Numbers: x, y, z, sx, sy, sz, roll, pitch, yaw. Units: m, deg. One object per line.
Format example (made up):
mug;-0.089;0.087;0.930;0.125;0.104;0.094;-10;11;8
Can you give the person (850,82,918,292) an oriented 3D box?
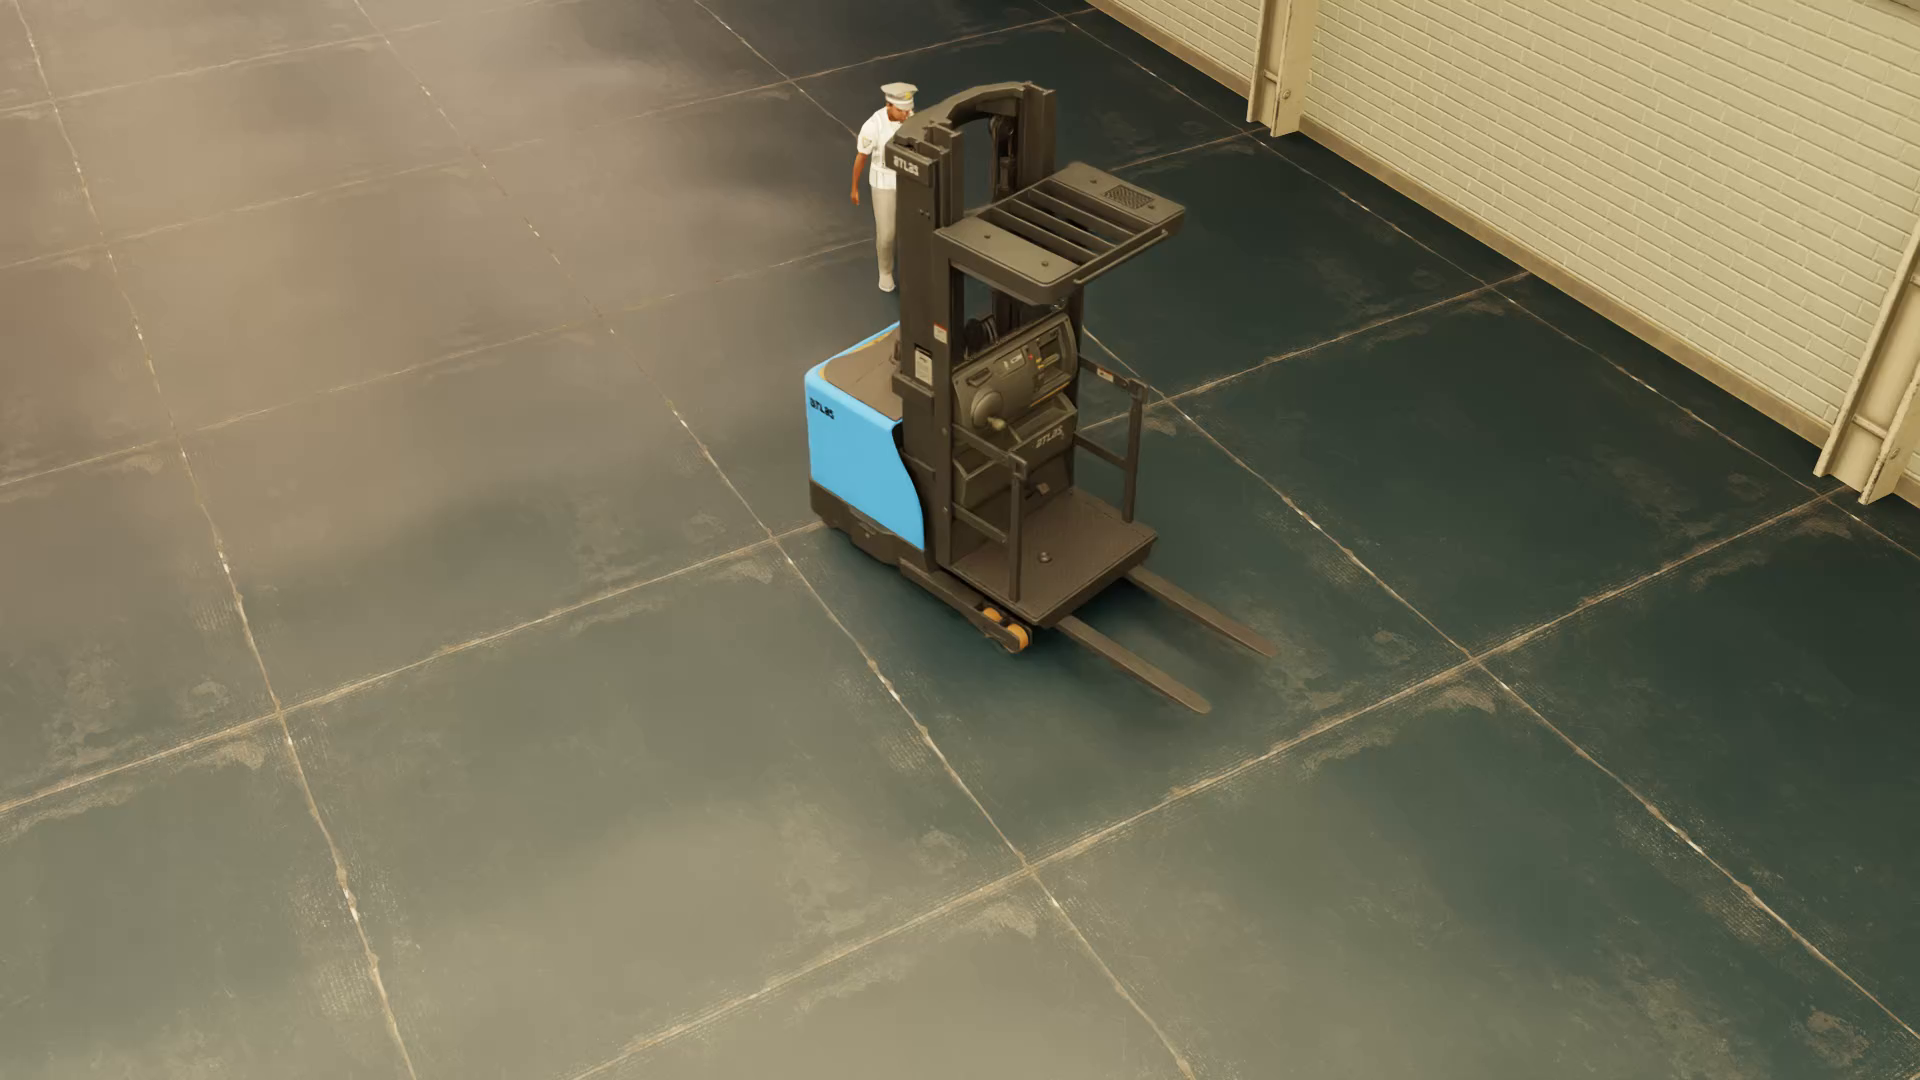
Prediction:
person;-0.423;-2.593;12.185;0.754;1.634;0.384;-9;41;-11

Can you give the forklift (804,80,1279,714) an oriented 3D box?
forklift;0.461;-0.857;9.070;3.031;2.935;1.130;32;49;33
